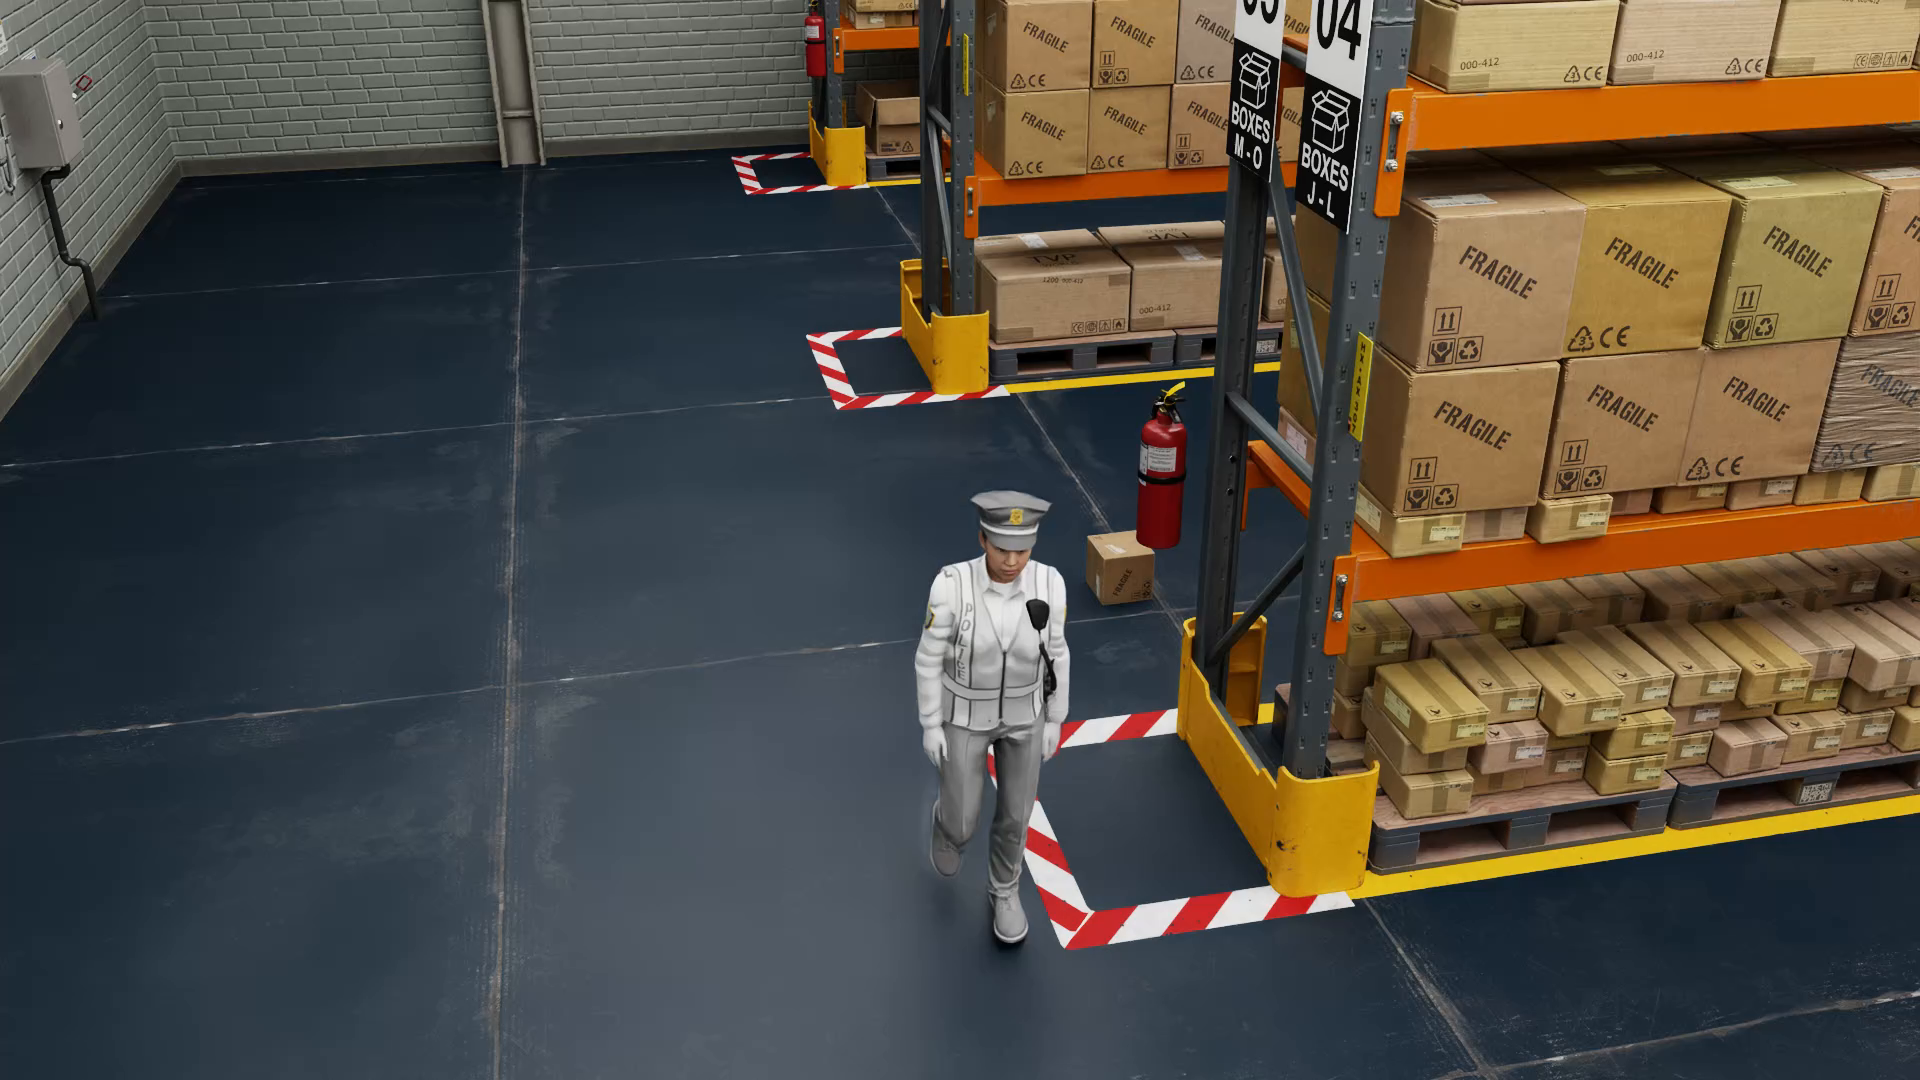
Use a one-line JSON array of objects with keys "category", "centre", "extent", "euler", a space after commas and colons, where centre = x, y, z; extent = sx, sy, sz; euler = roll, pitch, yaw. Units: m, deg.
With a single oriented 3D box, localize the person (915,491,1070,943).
[{"category": "person", "centre": [0.093, 0.547, 5.469], "extent": [0.505, 1.668, 0.531], "euler": [-6, 27, -11]}]
